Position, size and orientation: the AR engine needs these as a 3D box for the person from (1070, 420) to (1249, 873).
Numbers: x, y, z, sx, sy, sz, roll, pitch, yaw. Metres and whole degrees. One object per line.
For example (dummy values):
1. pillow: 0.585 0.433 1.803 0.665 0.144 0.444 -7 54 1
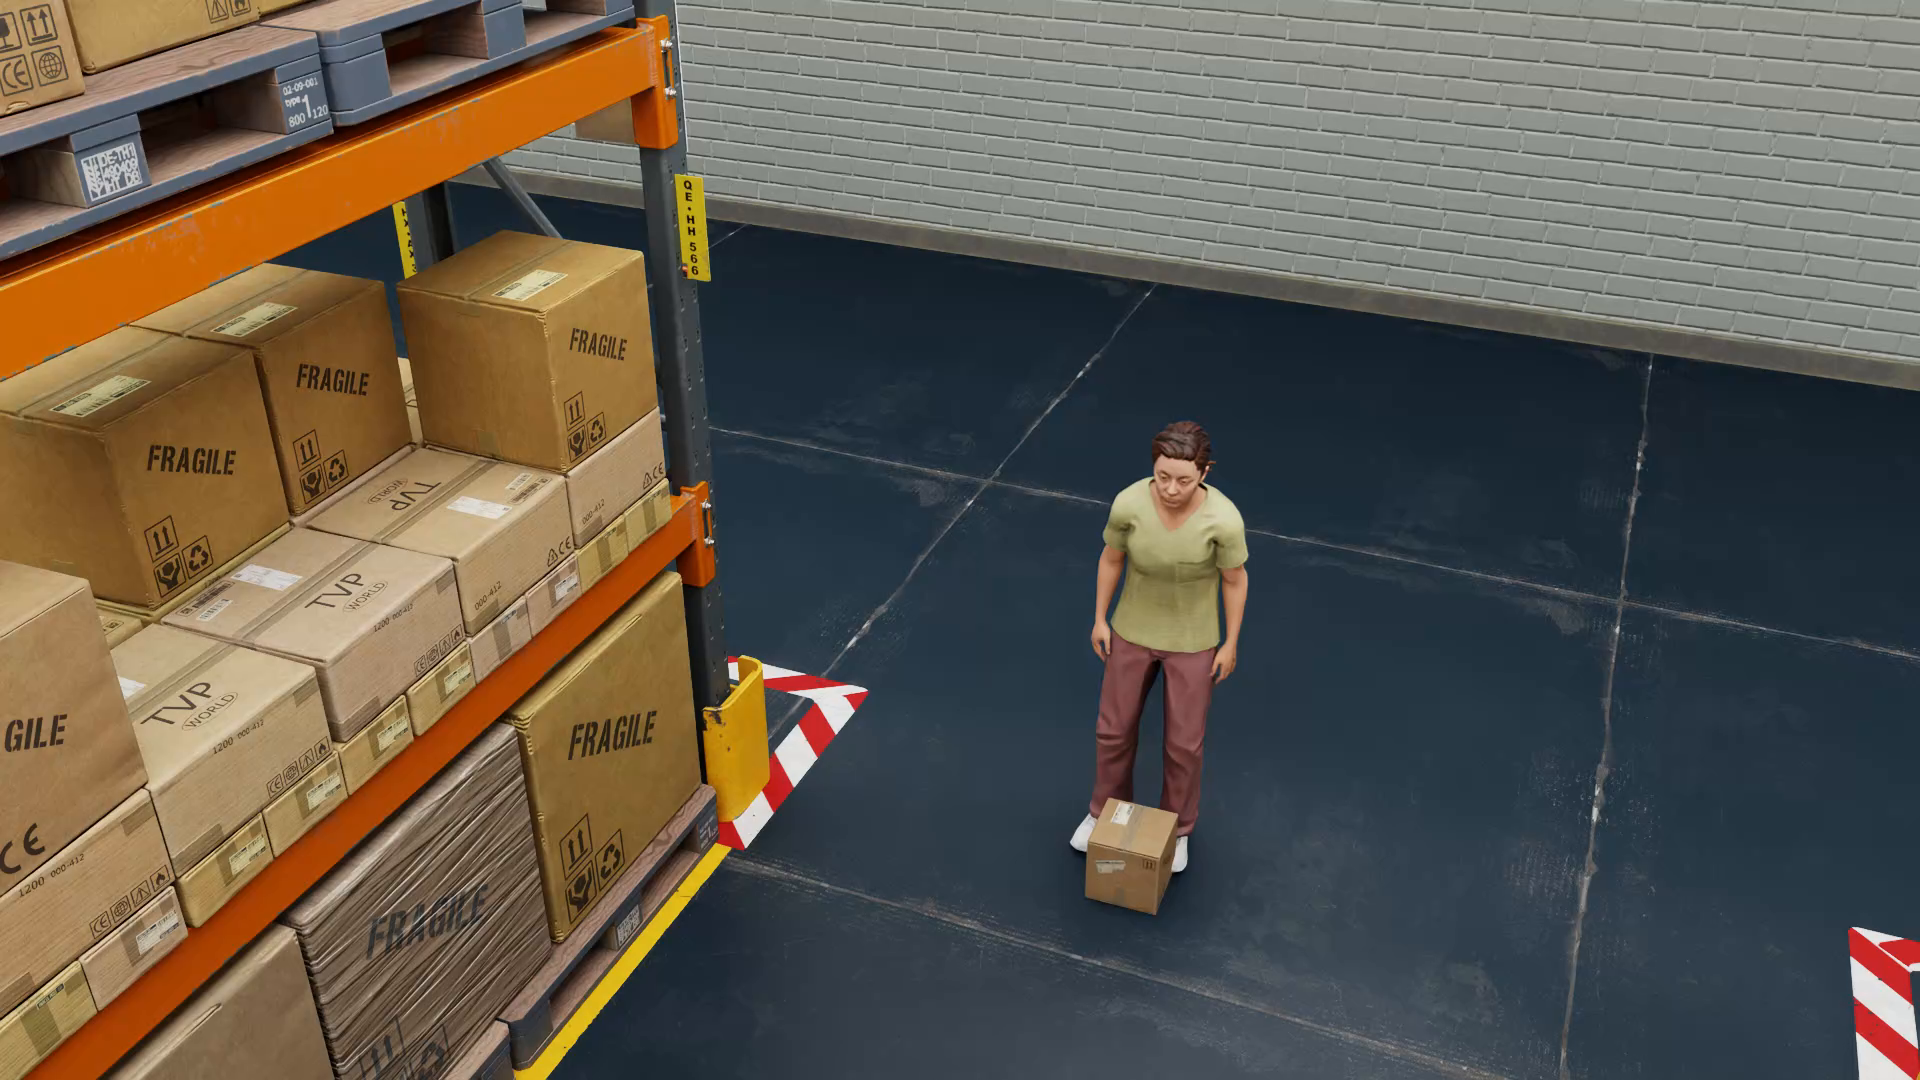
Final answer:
1. person: 0.673 0.344 5.529 0.506 1.671 0.362 10 31 17
